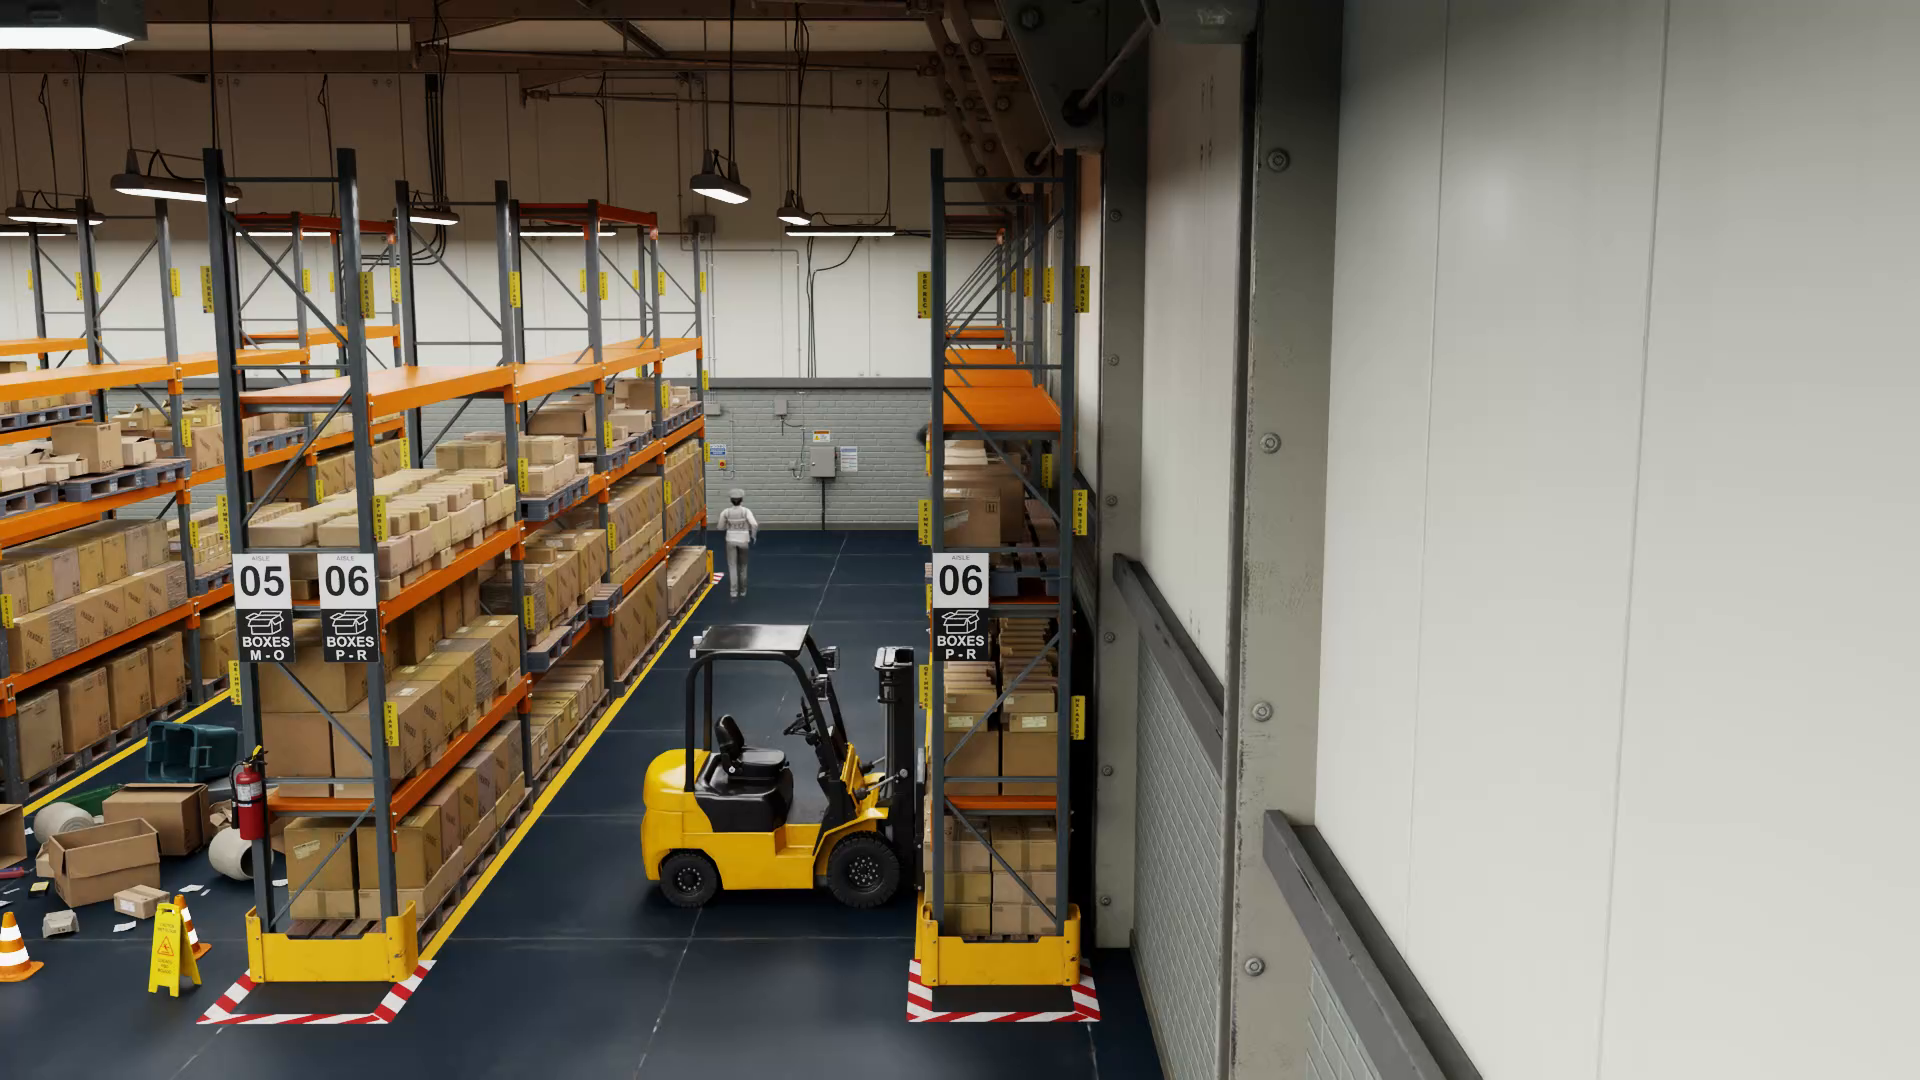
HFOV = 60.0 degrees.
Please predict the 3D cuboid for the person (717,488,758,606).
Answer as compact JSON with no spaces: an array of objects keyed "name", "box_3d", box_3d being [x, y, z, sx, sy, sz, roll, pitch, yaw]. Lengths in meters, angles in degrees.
[{"name":"person","box_3d":[-3.307,0.085,24.730,0.611,1.731,0.857,-1,9,-8]}]
